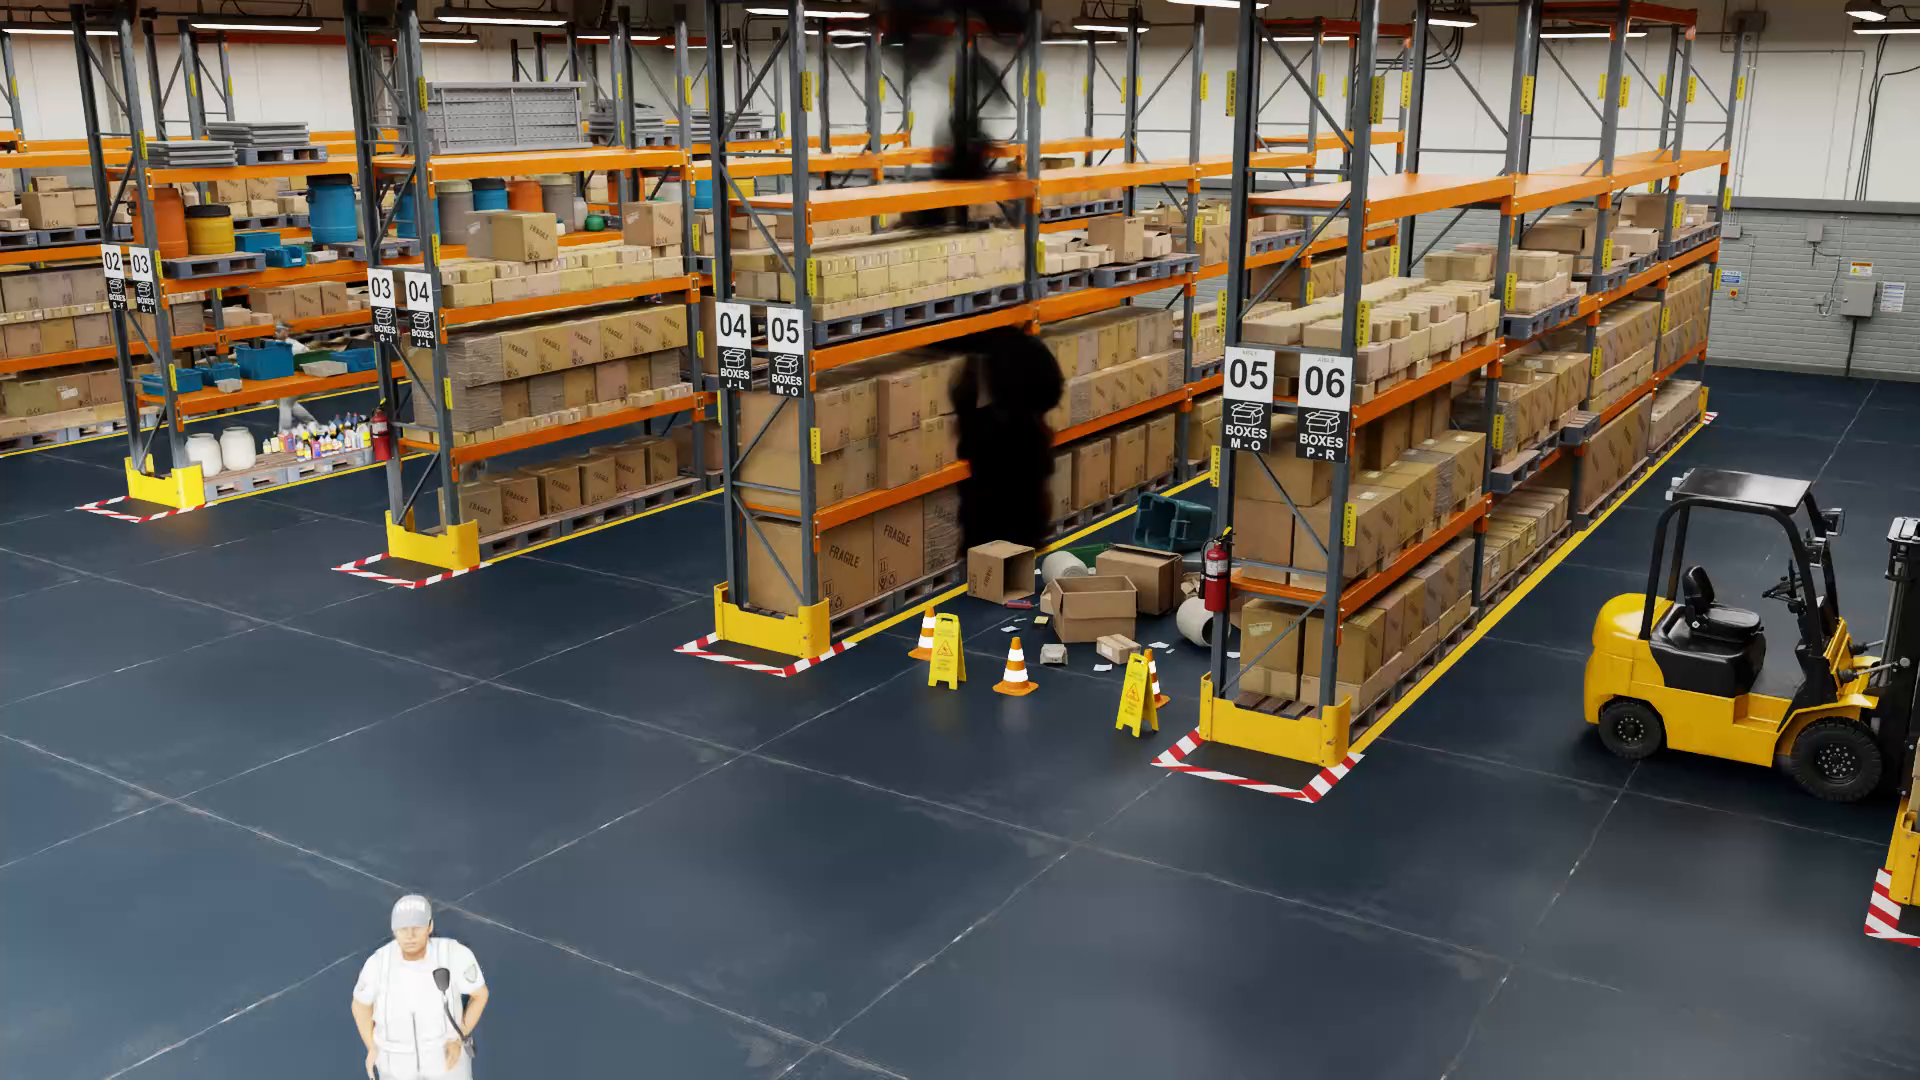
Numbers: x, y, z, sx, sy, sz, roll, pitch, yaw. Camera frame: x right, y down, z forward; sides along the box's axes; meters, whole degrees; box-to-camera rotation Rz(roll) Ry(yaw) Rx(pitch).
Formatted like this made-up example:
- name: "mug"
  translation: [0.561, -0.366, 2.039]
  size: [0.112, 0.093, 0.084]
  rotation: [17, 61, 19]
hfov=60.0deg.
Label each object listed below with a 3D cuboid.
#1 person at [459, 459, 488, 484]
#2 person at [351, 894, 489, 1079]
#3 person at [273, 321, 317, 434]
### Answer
- name: "person"
  translation: [-6.257, -1.416, 21.116]
  size: [0.647, 1.719, 0.943]
  rotation: [5, 16, 18]
- name: "person"
  translation: [-2.471, 2.376, 7.662]
  size: [0.609, 1.617, 0.609]
  rotation: [-3, 16, -12]
- name: "person"
  translation: [-9.727, -2.290, 24.062]
  size: [0.656, 1.788, 0.964]
  rotation: [9, 18, 30]
